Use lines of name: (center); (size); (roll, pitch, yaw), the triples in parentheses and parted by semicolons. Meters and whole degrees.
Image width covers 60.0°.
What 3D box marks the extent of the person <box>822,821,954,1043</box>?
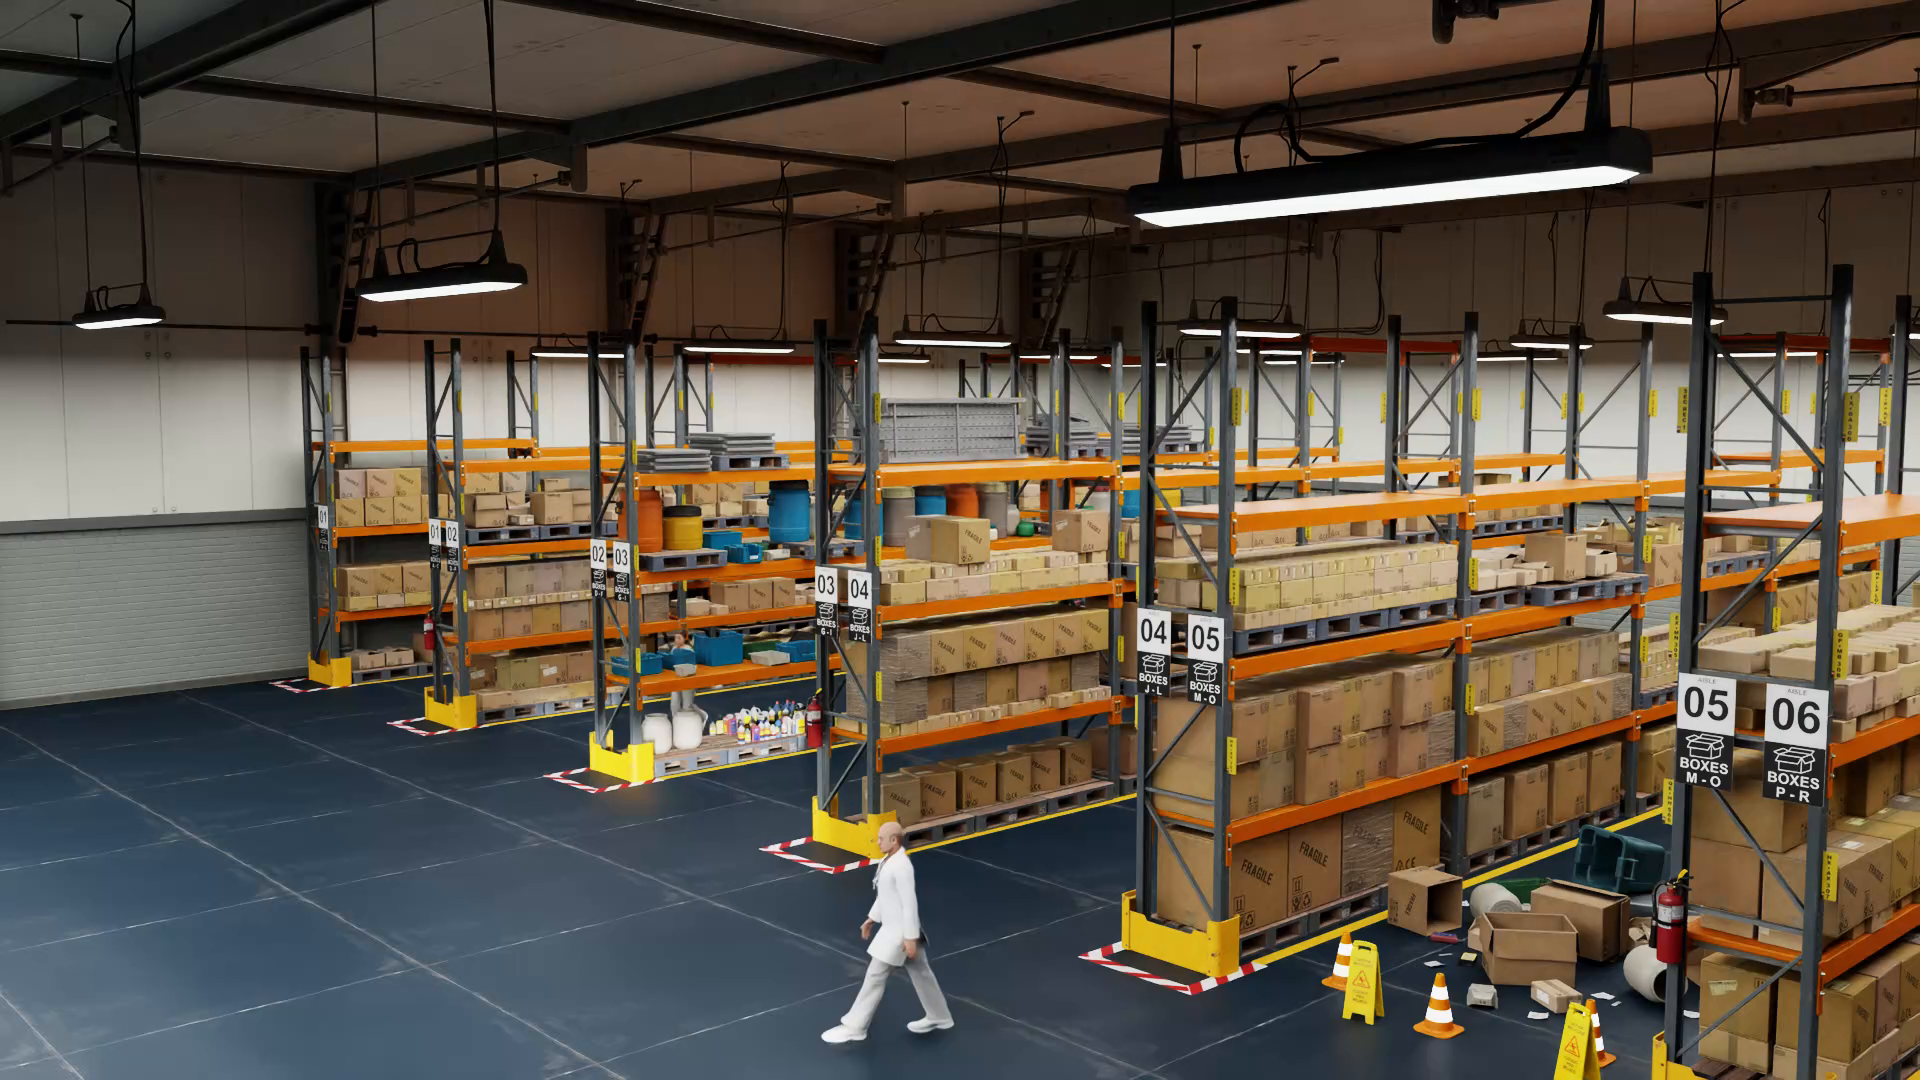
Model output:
person: (-0.573, 3.106, 13.283); (1.063, 1.735, 0.611); (0, 5, -4)

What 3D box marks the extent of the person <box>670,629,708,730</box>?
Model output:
person: (-4.106, 2.143, 25.134); (0.503, 1.653, 0.610); (3, 6, 31)
